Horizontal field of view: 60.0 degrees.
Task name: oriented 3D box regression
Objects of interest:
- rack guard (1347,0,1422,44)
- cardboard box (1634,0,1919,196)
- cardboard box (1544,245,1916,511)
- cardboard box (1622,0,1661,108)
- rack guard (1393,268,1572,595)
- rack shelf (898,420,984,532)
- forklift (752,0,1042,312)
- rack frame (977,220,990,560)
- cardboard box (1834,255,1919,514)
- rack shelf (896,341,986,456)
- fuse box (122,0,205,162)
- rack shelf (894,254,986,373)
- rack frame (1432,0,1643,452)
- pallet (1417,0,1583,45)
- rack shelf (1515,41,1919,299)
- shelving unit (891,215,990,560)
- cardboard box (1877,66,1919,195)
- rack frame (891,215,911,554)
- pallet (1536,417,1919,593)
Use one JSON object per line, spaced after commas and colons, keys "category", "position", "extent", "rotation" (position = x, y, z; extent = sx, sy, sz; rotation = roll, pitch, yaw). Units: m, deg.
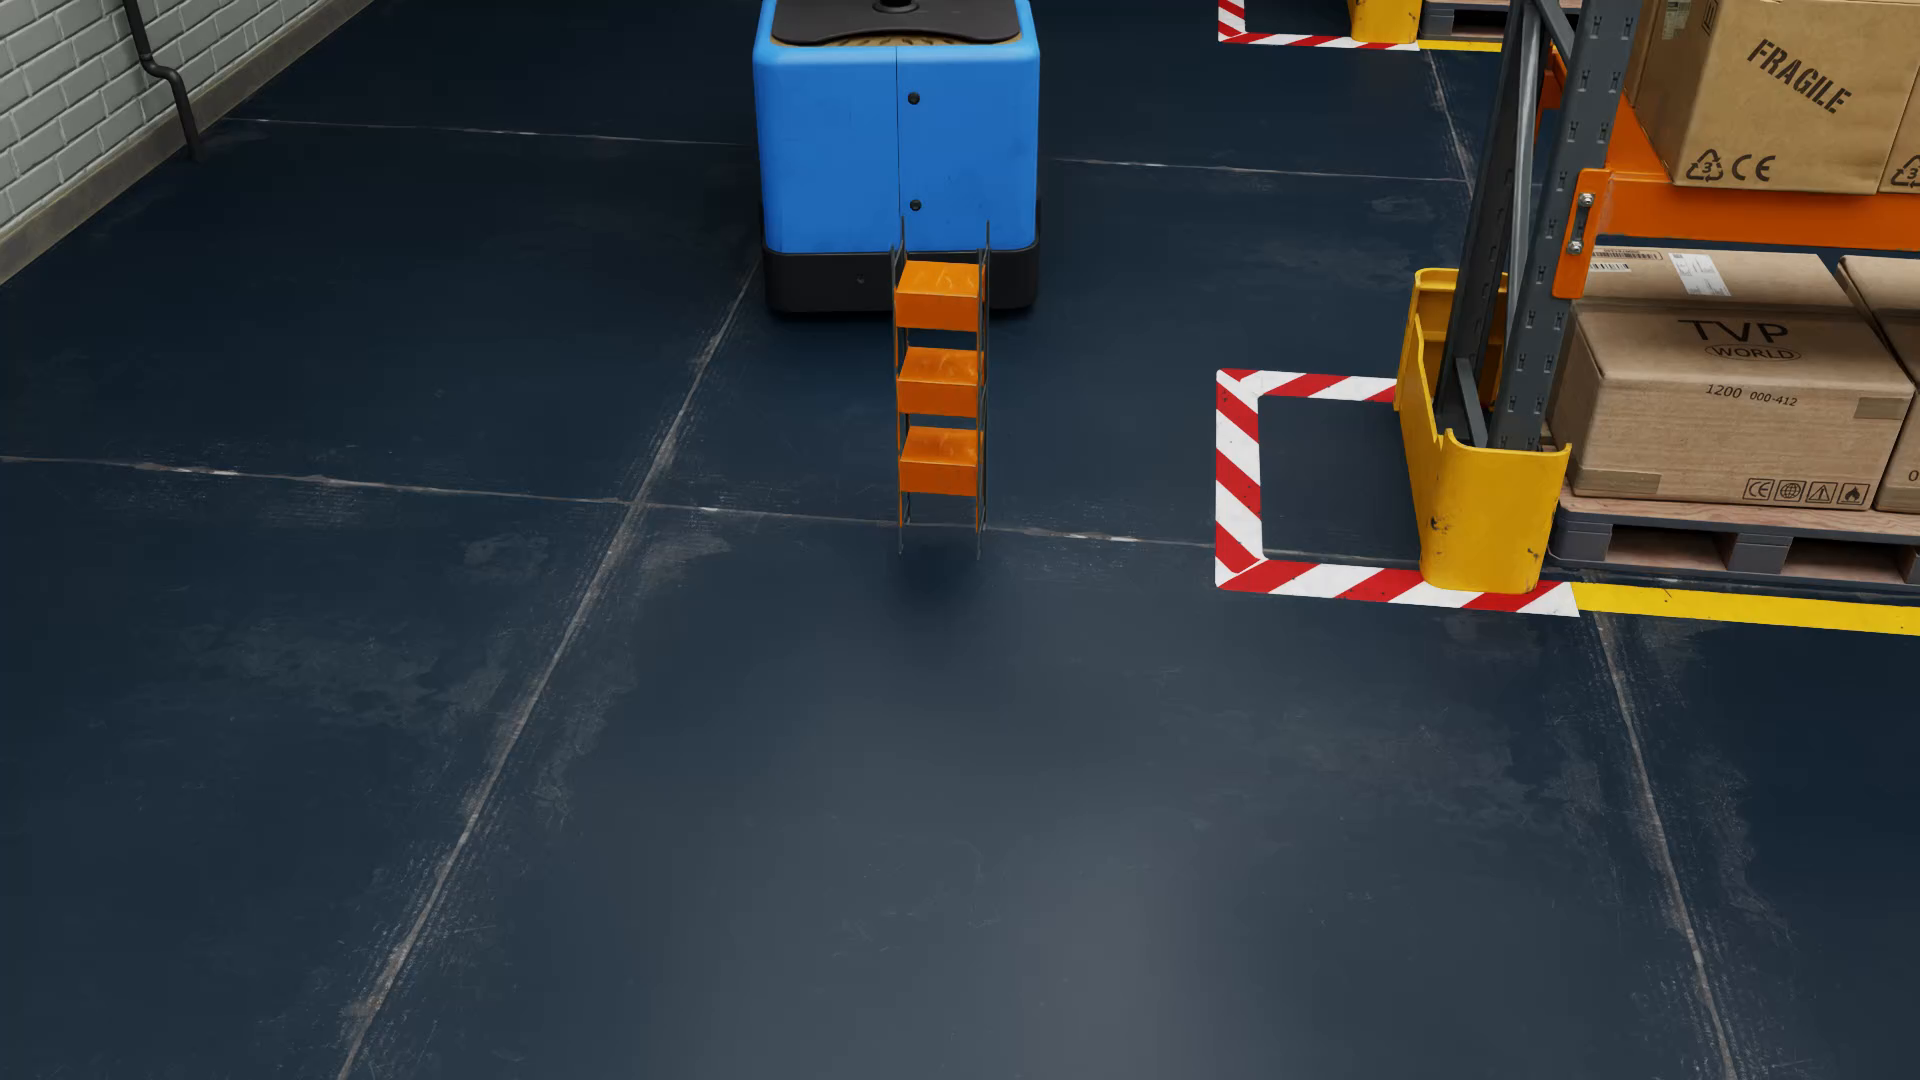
{"category": "rack guard", "position": [2.379, -3.236, 9.354], "extent": [0.348, 0.500, 1.175], "rotation": [4, 36, 6]}
{"category": "cardboard box", "position": [2.115, -1.238, 4.317], "extent": [0.500, 0.500, 0.500], "rotation": [4, 36, 6]}
{"category": "cardboard box", "position": [2.343, -0.535, 5.262], "extent": [0.875, 0.438, 0.875], "rotation": [3, 36, 4]}
{"category": "cardboard box", "position": [2.187, -1.556, 4.762], "extent": [0.500, 0.500, 0.500], "rotation": [4, 36, 6]}
{"category": "rack guard", "position": [1.651, -0.383, 5.356], "extent": [0.348, 0.500, 1.175], "rotation": [4, 36, 6]}
{"category": "rack shelf", "position": [-0.053, -0.196, 5.118], "extent": [0.240, 0.259, 0.215], "rotation": [4, 36, 6]}
{"category": "forklift", "position": [-0.275, -2.891, 6.777], "extent": [1.130, 2.935, 3.031], "rotation": [-1, 36, -2]}
{"category": "rack frame", "position": [0.068, -0.422, 4.938], "extent": [0.008, 1.050, 0.200], "rotation": [4, 36, 6]}
{"category": "cardboard box", "position": [3.251, -0.473, 5.174], "extent": [0.875, 0.438, 0.875], "rotation": [5, 36, 7]}
{"category": "rack shelf", "position": [-0.053, -0.423, 4.957], "extent": [0.240, 0.259, 0.215], "rotation": [4, 36, 6]}
{"category": "fuse box", "position": [-3.508, -2.478, 7.248], "extent": [0.414, 1.711, 0.539], "rotation": [4, 36, 6]}
{"category": "rack shelf", "position": [-0.053, -0.654, 4.792], "extent": [0.240, 0.259, 0.215], "rotation": [4, 36, 6]}
{"category": "rack frame", "position": [1.675, -1.399, 4.628], "extent": [0.127, 3.000, 1.000], "rotation": [4, 36, 6]}
{"category": "pallet", "position": [3.170, -3.060, 9.356], "extent": [1.213, 0.211, 1.003], "rotation": [4, 36, 6]}
{"category": "rack shelf", "position": [3.659, -0.958, 4.629], "extent": [4.000, 0.370, 1.077], "rotation": [4, 36, 6]}
{"category": "shelving unit", "position": [-0.053, -0.431, 4.951], "extent": [0.252, 1.050, 0.215], "rotation": [4, 36, 6]}
{"category": "cardboard box", "position": [2.620, -1.217, 4.287], "extent": [0.500, 0.500, 0.500], "rotation": [4, 36, 5]}
{"category": "rack frame", "position": [-0.174, -0.440, 4.963], "extent": [0.008, 1.050, 0.200], "rotation": [4, 36, 6]}
{"category": "pallet", "position": [2.478, -0.250, 5.418], "extent": [1.213, 0.211, 1.003], "rotation": [4, 36, 6]}
